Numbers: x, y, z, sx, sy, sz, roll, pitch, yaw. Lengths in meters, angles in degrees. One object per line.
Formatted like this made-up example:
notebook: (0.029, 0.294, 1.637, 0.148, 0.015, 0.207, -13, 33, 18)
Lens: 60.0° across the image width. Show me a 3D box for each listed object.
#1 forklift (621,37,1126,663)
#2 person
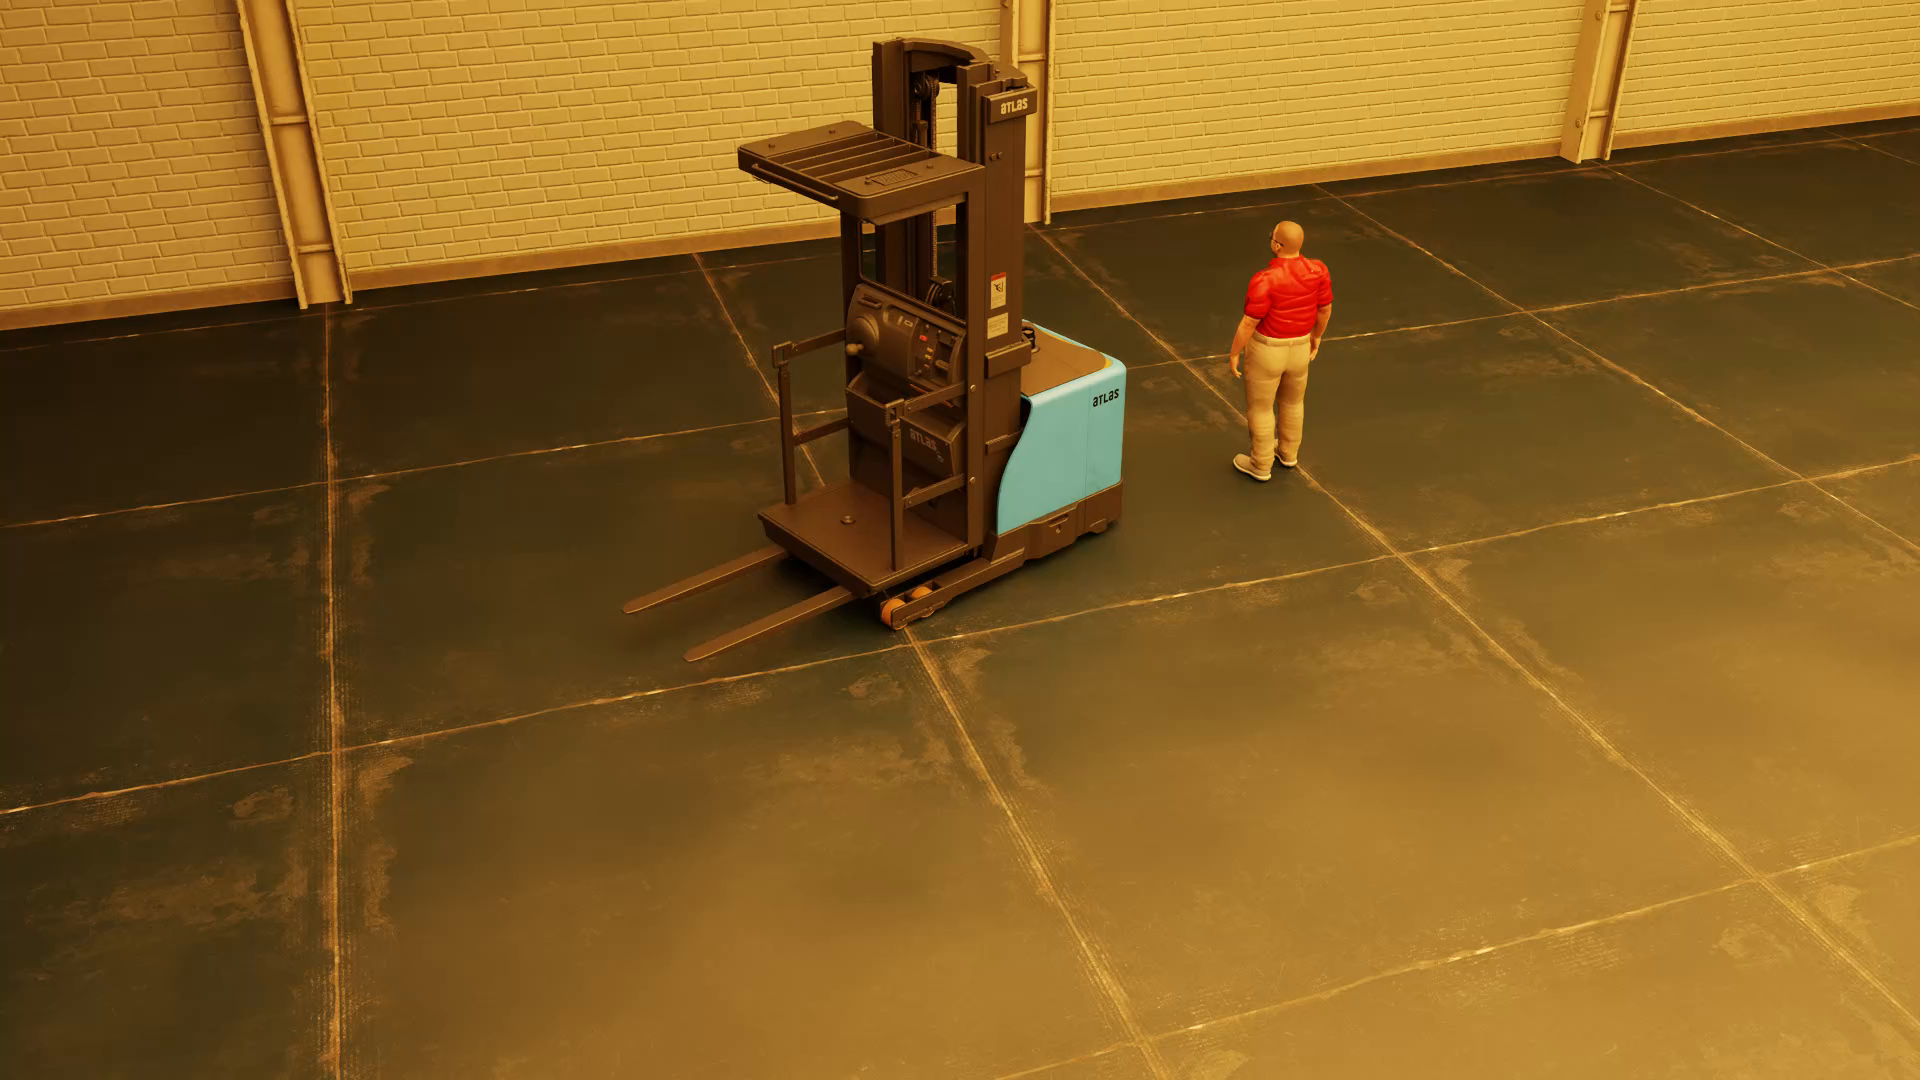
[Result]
forklift: (-0.461, -1.072, 8.951, 3.031, 2.935, 1.130, -23, 37, -34)
person: (1.941, -1.202, 10.367, 0.643, 1.728, 0.550, -10, 31, -17)
